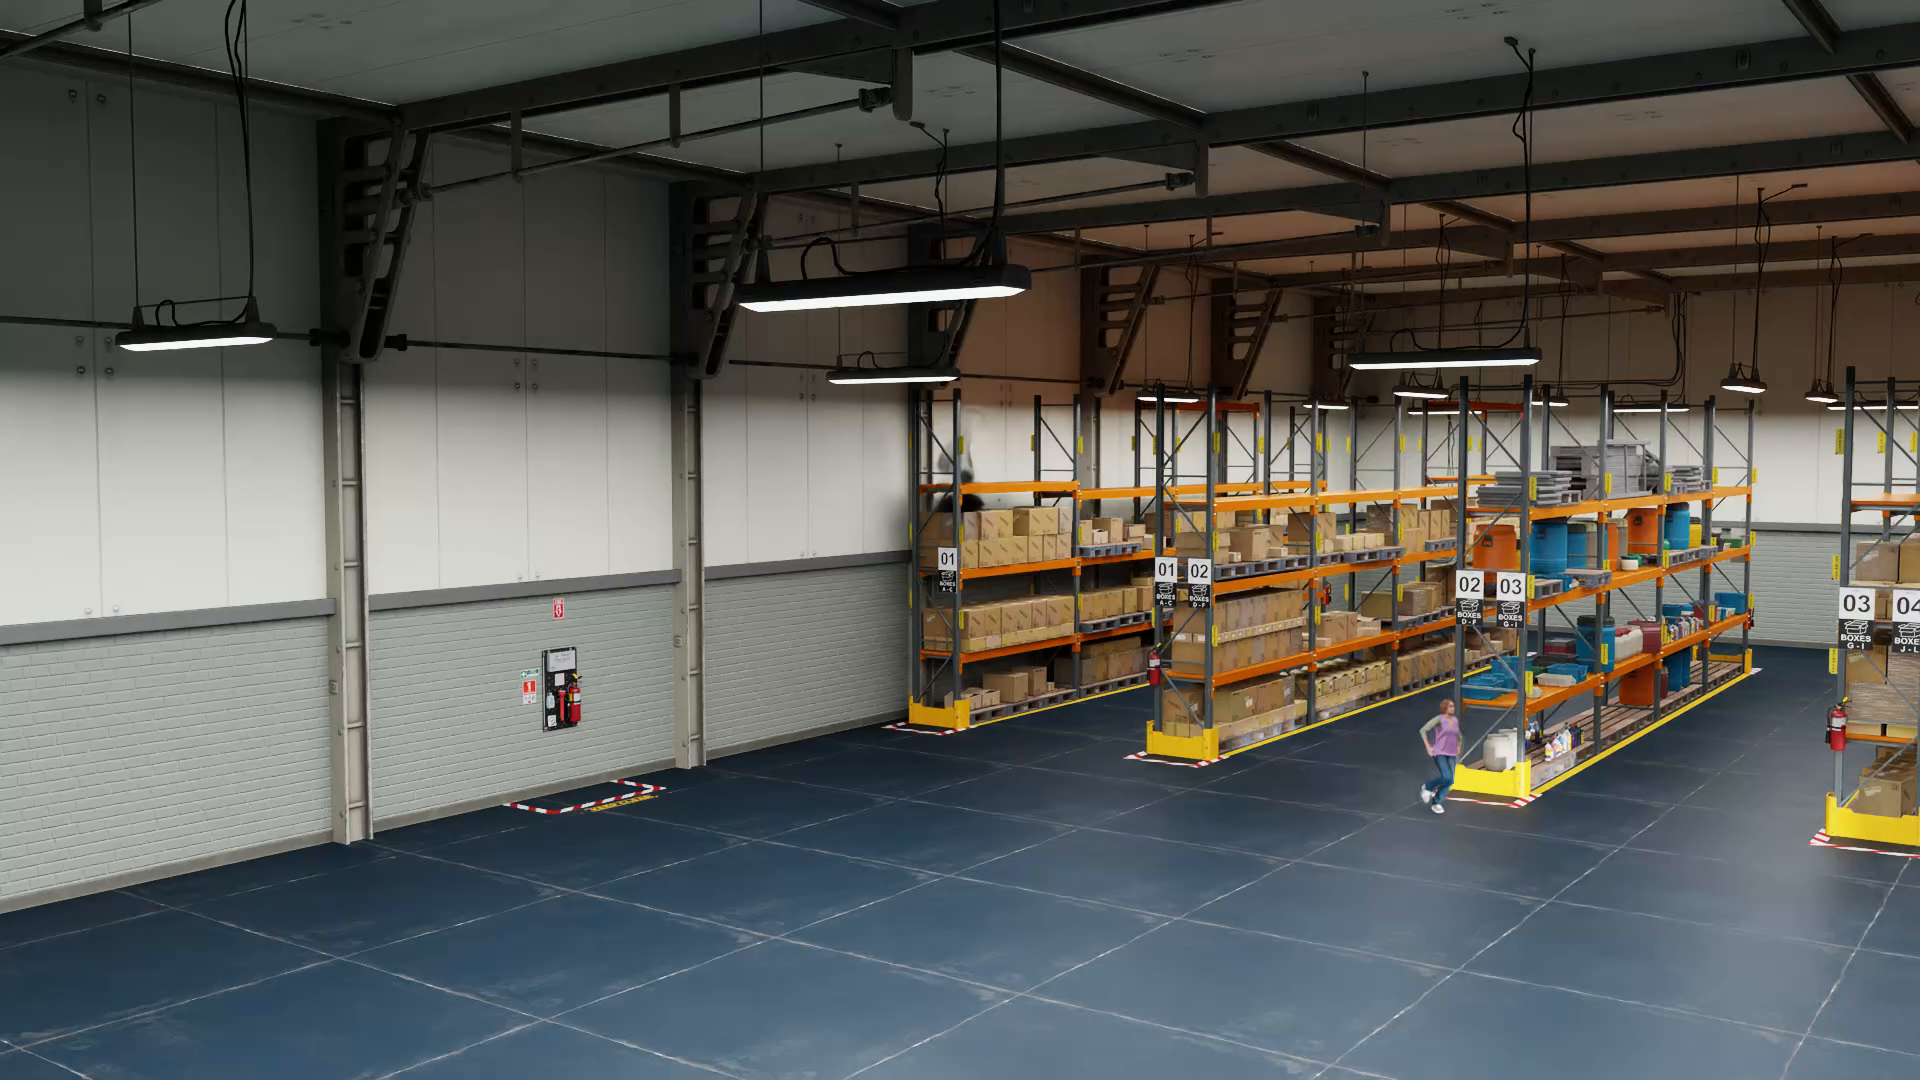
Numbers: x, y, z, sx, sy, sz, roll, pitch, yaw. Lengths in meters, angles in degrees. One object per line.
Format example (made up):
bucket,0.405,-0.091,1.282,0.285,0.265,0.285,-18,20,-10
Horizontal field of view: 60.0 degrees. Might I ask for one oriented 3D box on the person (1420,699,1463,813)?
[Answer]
person,6.631,2.946,22.728,0.590,1.537,0.493,-2,4,-26
